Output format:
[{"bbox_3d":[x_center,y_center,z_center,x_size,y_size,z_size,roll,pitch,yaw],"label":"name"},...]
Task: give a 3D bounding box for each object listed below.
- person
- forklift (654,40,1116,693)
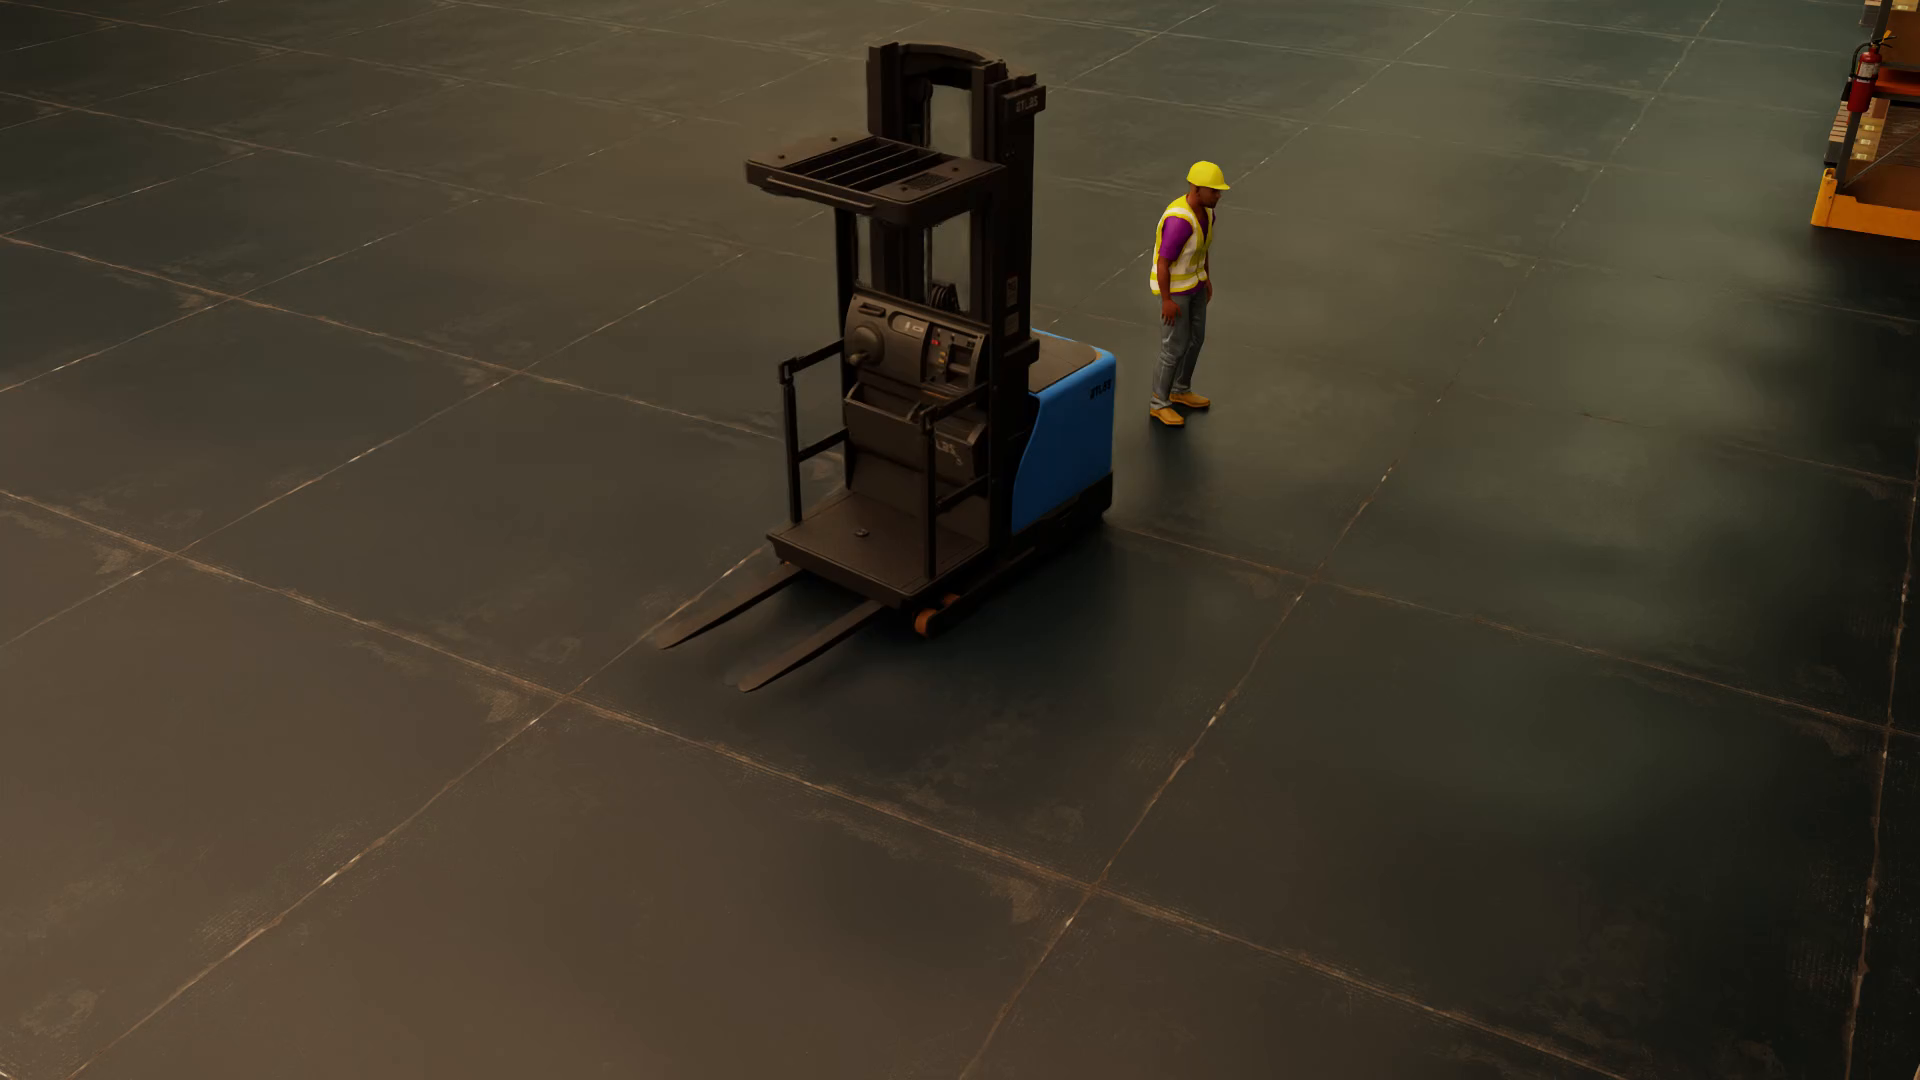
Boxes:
[{"bbox_3d":[1.522,-1.678,11.154,0.460,1.759,0.630,19,35,30],"label":"person"},{"bbox_3d":[-0.382,-1.016,8.830,1.130,2.935,3.031,22,36,33],"label":"forklift"}]
